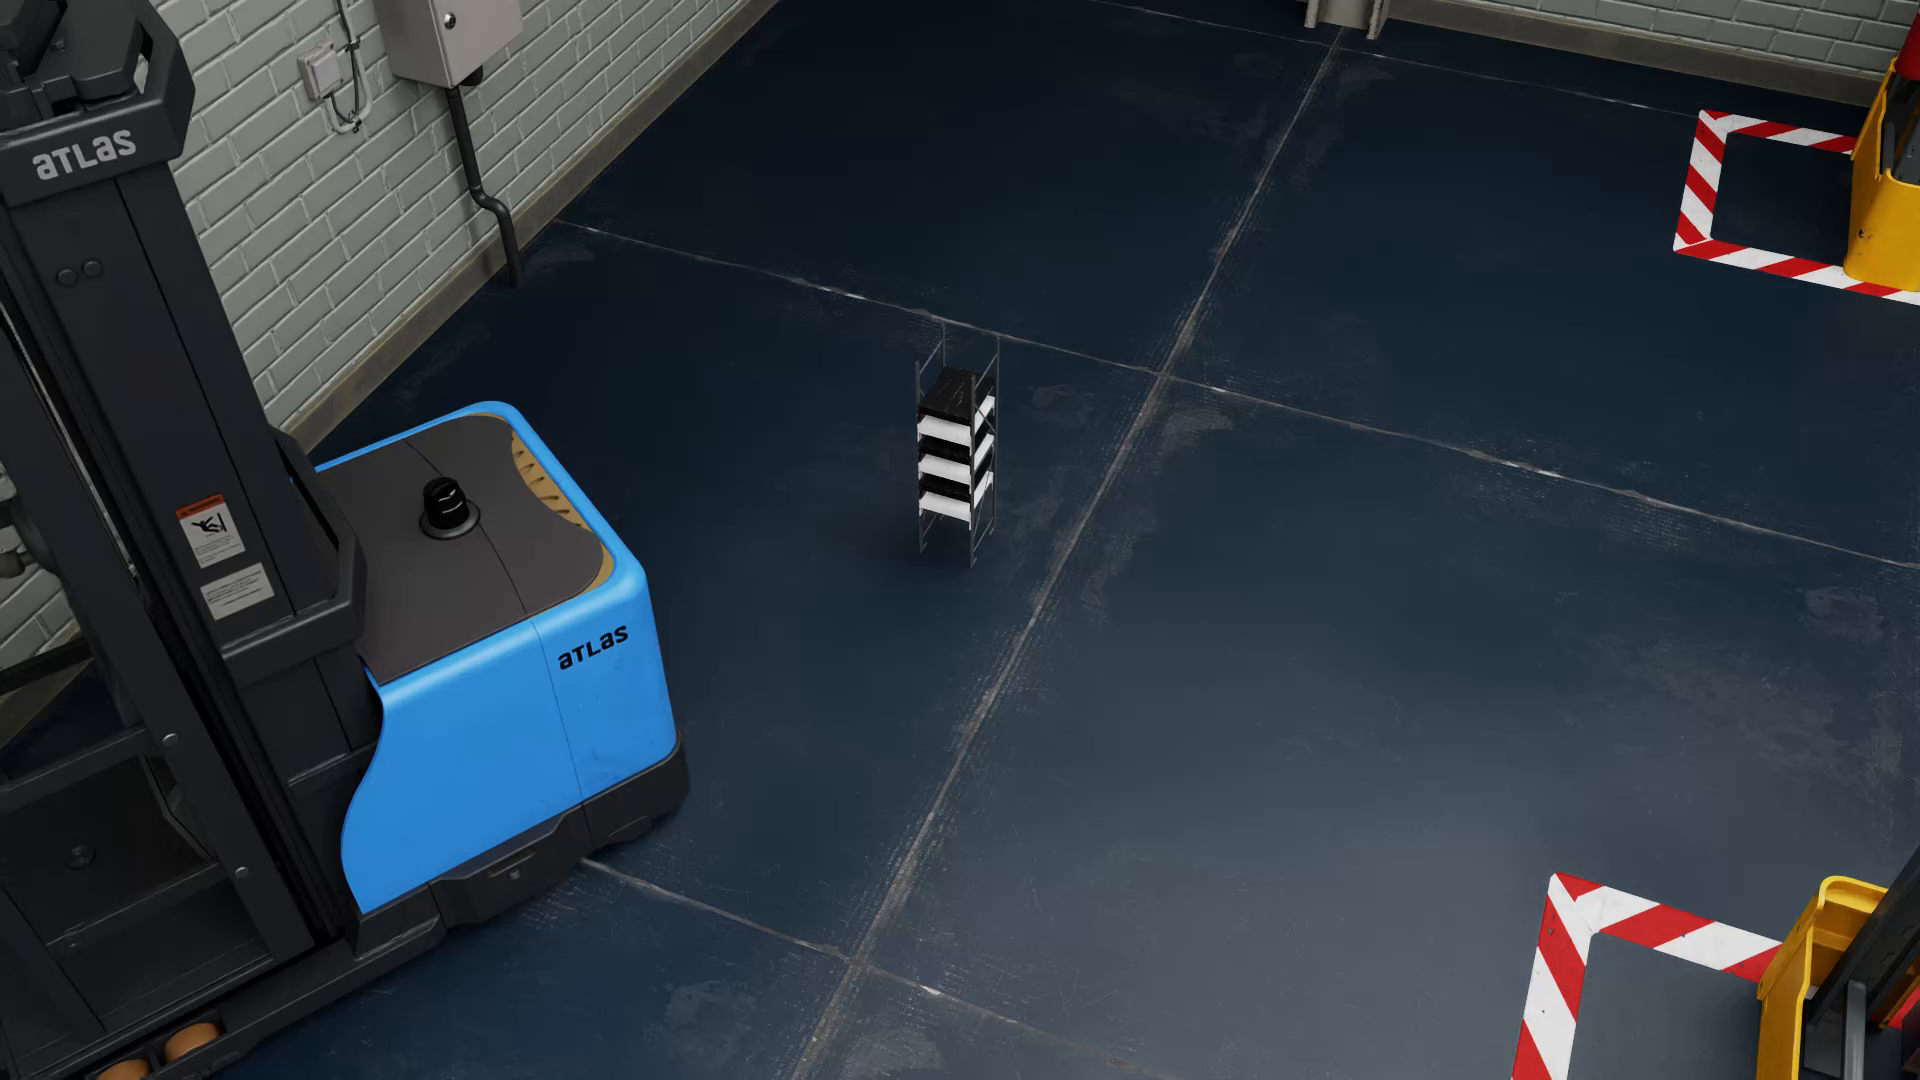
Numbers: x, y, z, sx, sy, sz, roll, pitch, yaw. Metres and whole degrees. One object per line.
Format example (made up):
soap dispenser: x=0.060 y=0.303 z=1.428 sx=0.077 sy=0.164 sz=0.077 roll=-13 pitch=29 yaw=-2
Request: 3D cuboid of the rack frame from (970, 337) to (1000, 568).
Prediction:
rack frame: x=0.086 y=-0.294 z=5.907 sx=0.006 sy=0.900 sz=0.240 roll=16 pitch=47 yaw=16

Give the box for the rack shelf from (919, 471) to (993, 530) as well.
rack shelf: x=-0.007 y=-0.170 z=6.085 sx=0.200 sy=0.077 sz=0.258 roll=16 pitch=47 yaw=16

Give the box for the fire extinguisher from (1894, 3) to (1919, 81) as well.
fire extinguisher: x=3.943 y=-2.171 z=6.624 sx=0.183 sy=0.674 sz=0.296 roll=16 pitch=47 yaw=16

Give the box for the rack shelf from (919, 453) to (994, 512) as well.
rack shelf: x=-0.007 y=-0.234 z=6.022 sx=0.200 sy=0.077 sz=0.258 roll=16 pitch=47 yaw=16

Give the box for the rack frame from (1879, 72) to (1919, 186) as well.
rack frame: x=4.257 y=-2.591 z=6.728 sx=0.127 sy=3.000 sz=1.000 roll=16 pitch=47 yaw=16

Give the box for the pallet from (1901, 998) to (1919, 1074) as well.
pallet: x=3.117 y=1.795 z=4.296 sx=1.213 sy=0.211 sz=1.003 roll=16 pitch=47 yaw=16

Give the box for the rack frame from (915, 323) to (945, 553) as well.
rack frame: x=-0.101 y=-0.349 z=5.963 sx=0.006 sy=0.900 sz=0.240 roll=16 pitch=47 yaw=16

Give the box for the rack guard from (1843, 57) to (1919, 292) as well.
rack guard: x=4.327 y=-1.685 z=7.589 sx=0.348 sy=0.500 sz=1.175 roll=16 pitch=47 yaw=16

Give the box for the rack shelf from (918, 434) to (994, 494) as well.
rack shelf: x=-0.007 y=-0.298 z=5.958 sx=0.200 sy=0.077 sz=0.258 roll=16 pitch=47 yaw=16

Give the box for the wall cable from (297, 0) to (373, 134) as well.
wall cable: x=-2.328 y=-2.162 z=5.576 sx=0.122 sy=1.984 sz=0.588 roll=16 pitch=47 yaw=16

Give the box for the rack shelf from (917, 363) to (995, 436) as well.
rack shelf: x=-0.007 y=-0.489 z=5.768 sx=0.200 sy=0.077 sz=0.258 roll=16 pitch=47 yaw=16

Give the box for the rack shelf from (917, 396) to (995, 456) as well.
rack shelf: x=-0.007 y=-0.425 z=5.831 sx=0.200 sy=0.077 sz=0.258 roll=16 pitch=47 yaw=16

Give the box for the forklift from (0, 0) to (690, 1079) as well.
forklift: x=-2.367 y=0.139 z=4.032 sx=3.031 sy=2.935 sz=1.130 roll=-26 pitch=51 yaw=-24

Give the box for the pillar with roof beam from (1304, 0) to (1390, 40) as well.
pillar with roof beam: x=0.458 y=-3.235 z=3.121 sx=0.400 sy=9.000 sz=9.100 roll=16 pitch=47 yaw=16

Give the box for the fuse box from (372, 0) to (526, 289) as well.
fuse box: x=-1.920 y=-1.746 z=6.792 sx=0.414 sy=1.711 sz=0.539 roll=16 pitch=47 yaw=16

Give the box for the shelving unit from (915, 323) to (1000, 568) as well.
shelving unit: x=-0.007 y=-0.321 z=5.935 sx=0.210 sy=0.900 sz=0.258 roll=16 pitch=47 yaw=16

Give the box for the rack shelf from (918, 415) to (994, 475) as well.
rack shelf: x=-0.007 y=-0.361 z=5.895 sx=0.200 sy=0.077 sz=0.258 roll=16 pitch=47 yaw=16

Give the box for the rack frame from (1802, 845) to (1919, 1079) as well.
rack frame: x=2.349 y=0.641 z=3.479 sx=0.127 sy=3.000 sz=1.000 roll=16 pitch=47 yaw=16

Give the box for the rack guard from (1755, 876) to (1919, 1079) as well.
rack guard: x=2.327 y=1.520 z=4.368 sx=0.348 sy=0.500 sz=1.175 roll=16 pitch=47 yaw=16
